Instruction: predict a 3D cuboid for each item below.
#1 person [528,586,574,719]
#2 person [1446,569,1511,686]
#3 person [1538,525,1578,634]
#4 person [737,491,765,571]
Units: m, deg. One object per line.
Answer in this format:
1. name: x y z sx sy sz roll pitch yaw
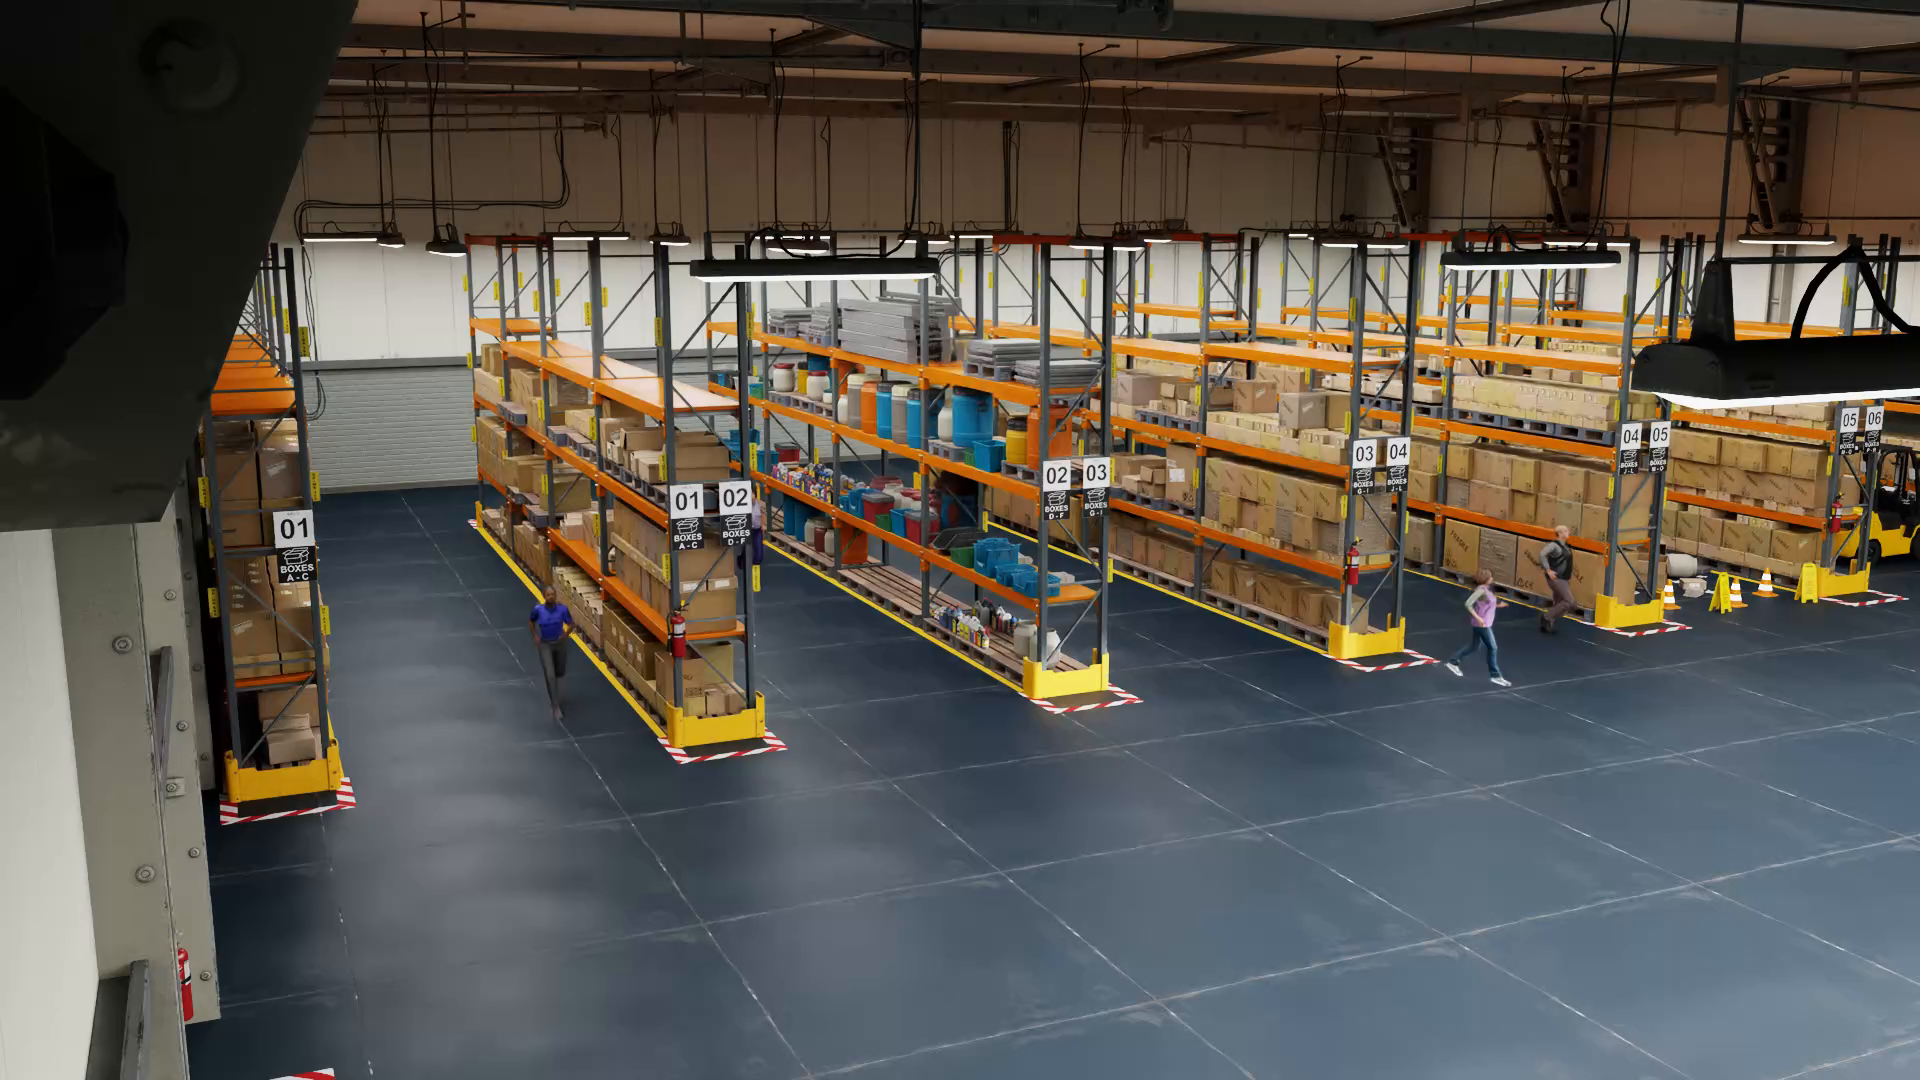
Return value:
1. person: -5.308 1.414 21.690 0.547 1.659 1.069 -5 12 -24
2. person: 7.127 1.176 22.741 0.875 1.597 0.530 3 12 17
3. person: 9.234 0.609 25.578 0.556 1.676 0.685 7 13 33
4. person: -3.717 -0.089 29.486 0.614 1.599 0.575 -6 13 -30
